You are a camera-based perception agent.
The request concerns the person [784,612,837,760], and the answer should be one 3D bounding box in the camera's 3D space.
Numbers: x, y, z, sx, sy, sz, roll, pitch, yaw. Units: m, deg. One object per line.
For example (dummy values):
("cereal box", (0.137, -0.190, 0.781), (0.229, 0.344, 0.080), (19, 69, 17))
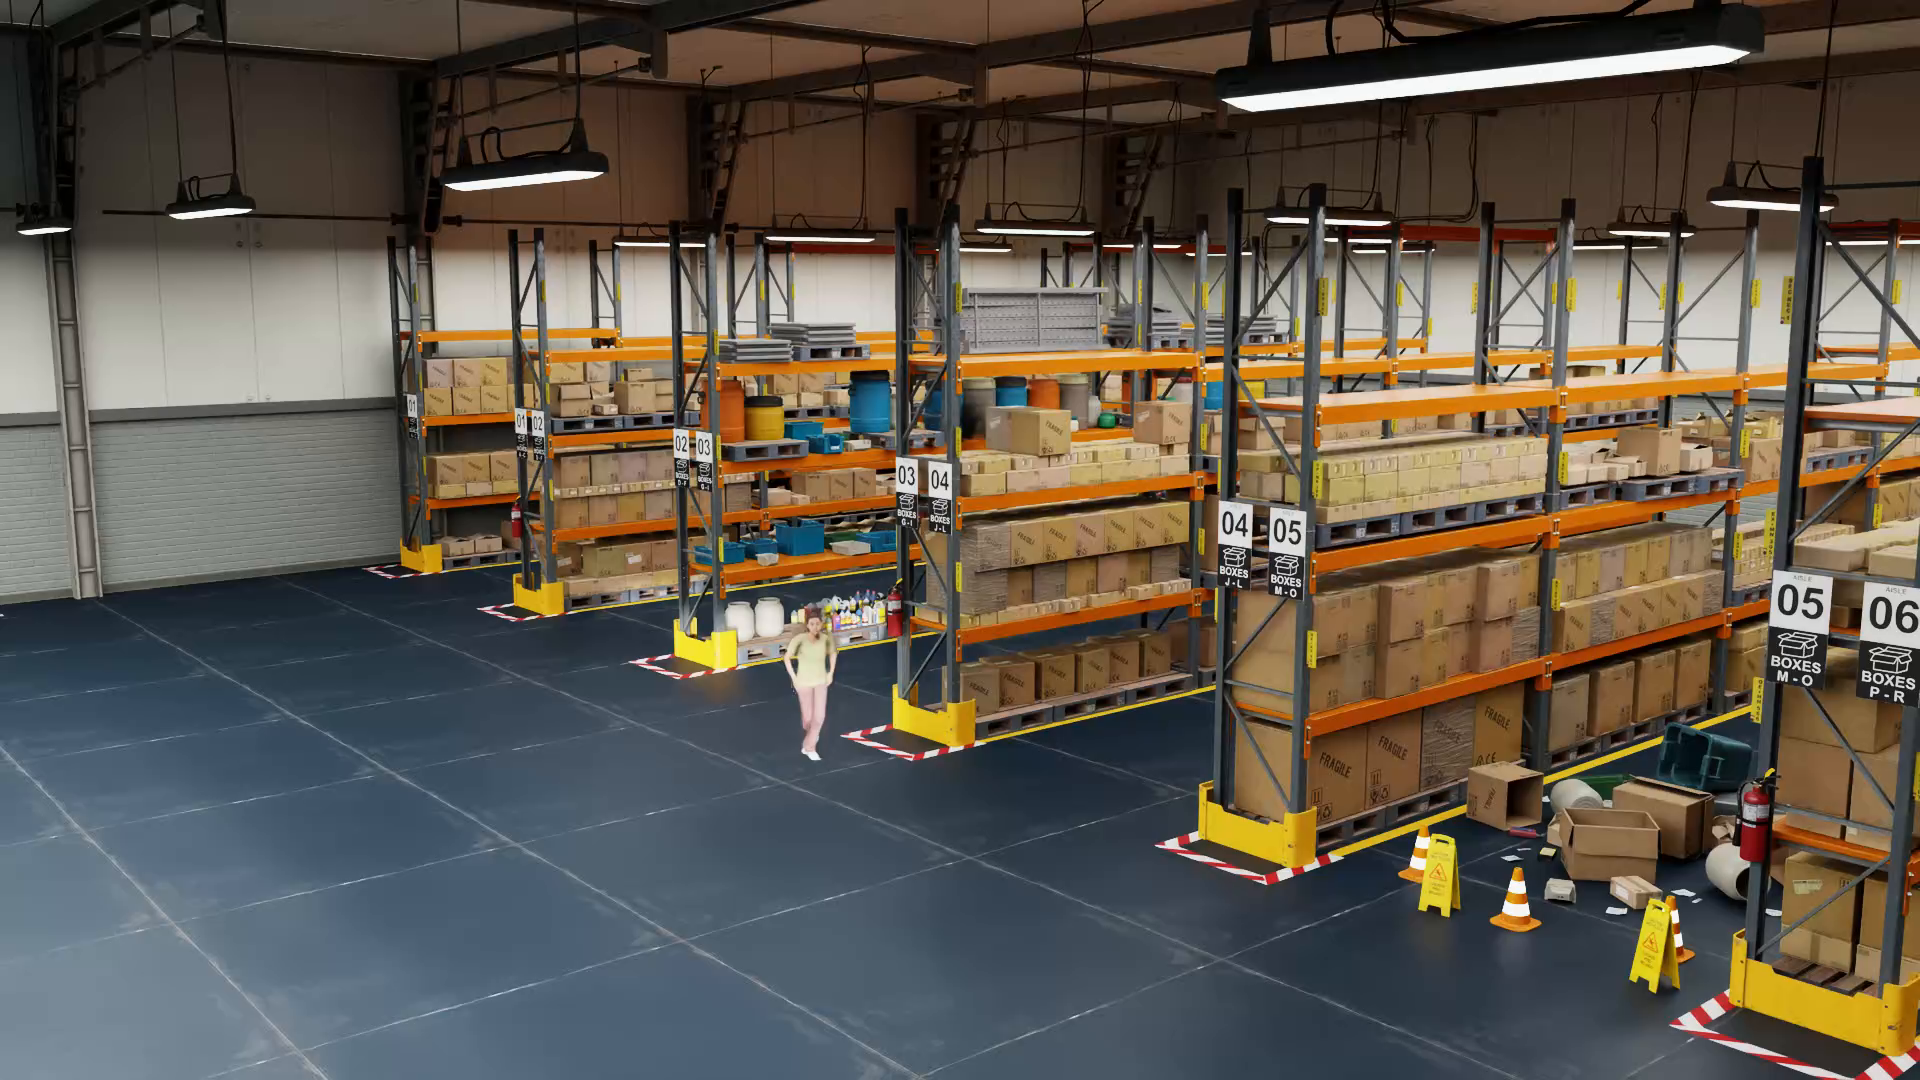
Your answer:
("person", (-1.656, 1.572, 18.359), (0.604, 1.641, 0.620), (-2, 9, -15))
